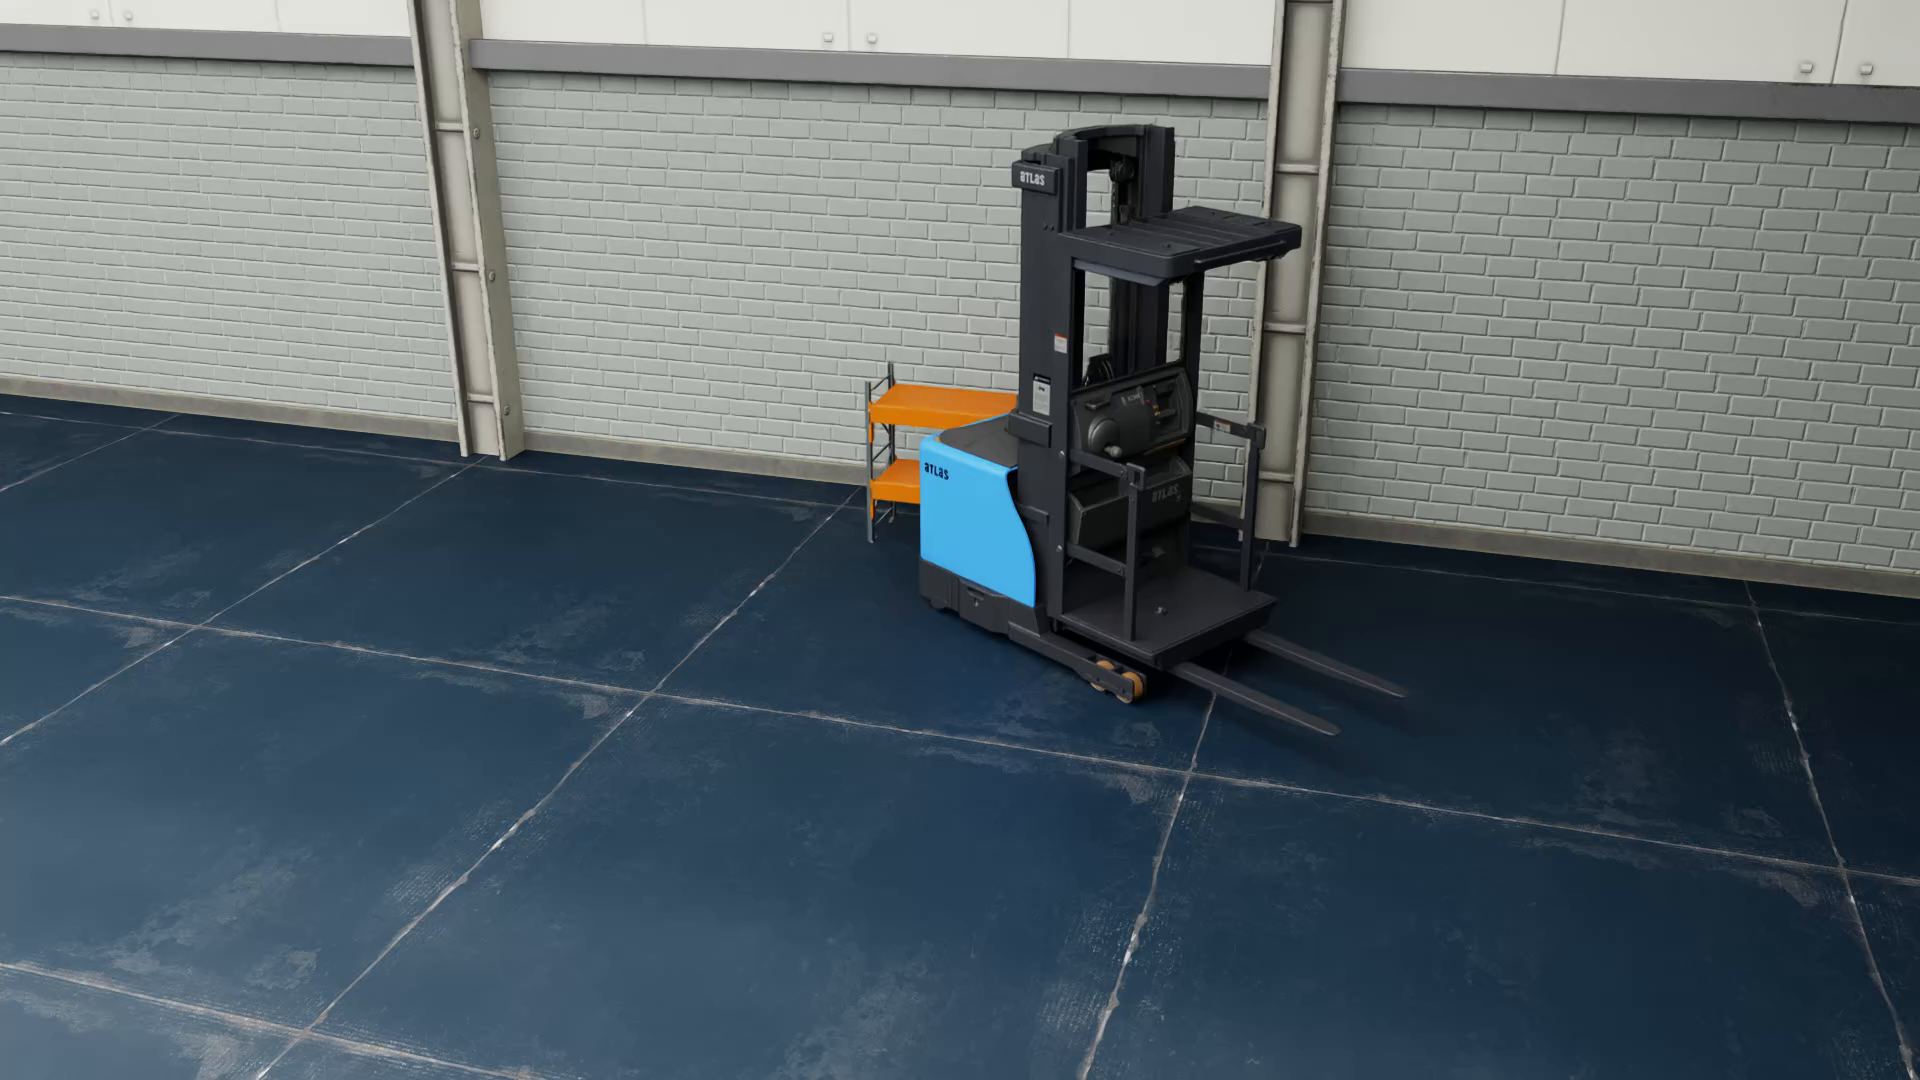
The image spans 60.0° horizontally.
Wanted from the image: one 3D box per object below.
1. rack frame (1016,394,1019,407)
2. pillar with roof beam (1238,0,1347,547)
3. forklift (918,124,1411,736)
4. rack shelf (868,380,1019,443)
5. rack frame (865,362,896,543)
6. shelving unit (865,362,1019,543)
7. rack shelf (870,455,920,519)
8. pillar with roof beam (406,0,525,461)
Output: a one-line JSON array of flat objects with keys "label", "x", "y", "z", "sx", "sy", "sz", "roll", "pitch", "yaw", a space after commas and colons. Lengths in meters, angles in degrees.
[{"label": "rack frame", "x": 0.440, "y": -0.483, "z": 10.964, "sx": 0.032, "sy": 1.125, "sz": 0.500, "roll": 7, "pitch": 23, "yaw": 16}, {"label": "pillar with roof beam", "x": 0.874, "y": -2.628, "z": 5.818, "sx": 0.400, "sy": 9.000, "sz": 9.100, "roll": 7, "pitch": 23, "yaw": 16}, {"label": "forklift", "x": 1.103, "y": -0.684, "z": 9.074, "sx": 1.130, "sy": 2.935, "sz": 3.031, "roll": -19, "pitch": 29, "yaw": -38}, {"label": "rack shelf", "x": -0.047, "y": -0.809, "z": 10.989, "sx": 1.000, "sy": 0.278, "sz": 0.538, "roll": 7, "pitch": 23, "yaw": 16}, {"label": "rack frame", "x": -0.534, "y": -0.594, "z": 11.236, "sx": 0.032, "sy": 1.125, "sz": 0.500, "roll": 7, "pitch": 23, "yaw": 16}, {"label": "shelving unit", "x": -0.047, "y": -0.538, "z": 11.100, "sx": 1.048, "sy": 1.125, "sz": 0.538, "roll": 7, "pitch": 23, "yaw": 16}, {"label": "rack shelf", "x": -0.047, "y": -0.312, "z": 11.193, "sx": 1.000, "sy": 0.278, "sz": 0.538, "roll": 7, "pitch": 23, "yaw": 16}, {"label": "pillar with roof beam", "x": -4.871, "y": -3.285, "z": 7.422, "sx": 0.400, "sy": 9.000, "sz": 9.100, "roll": 7, "pitch": 23, "yaw": 16}]
